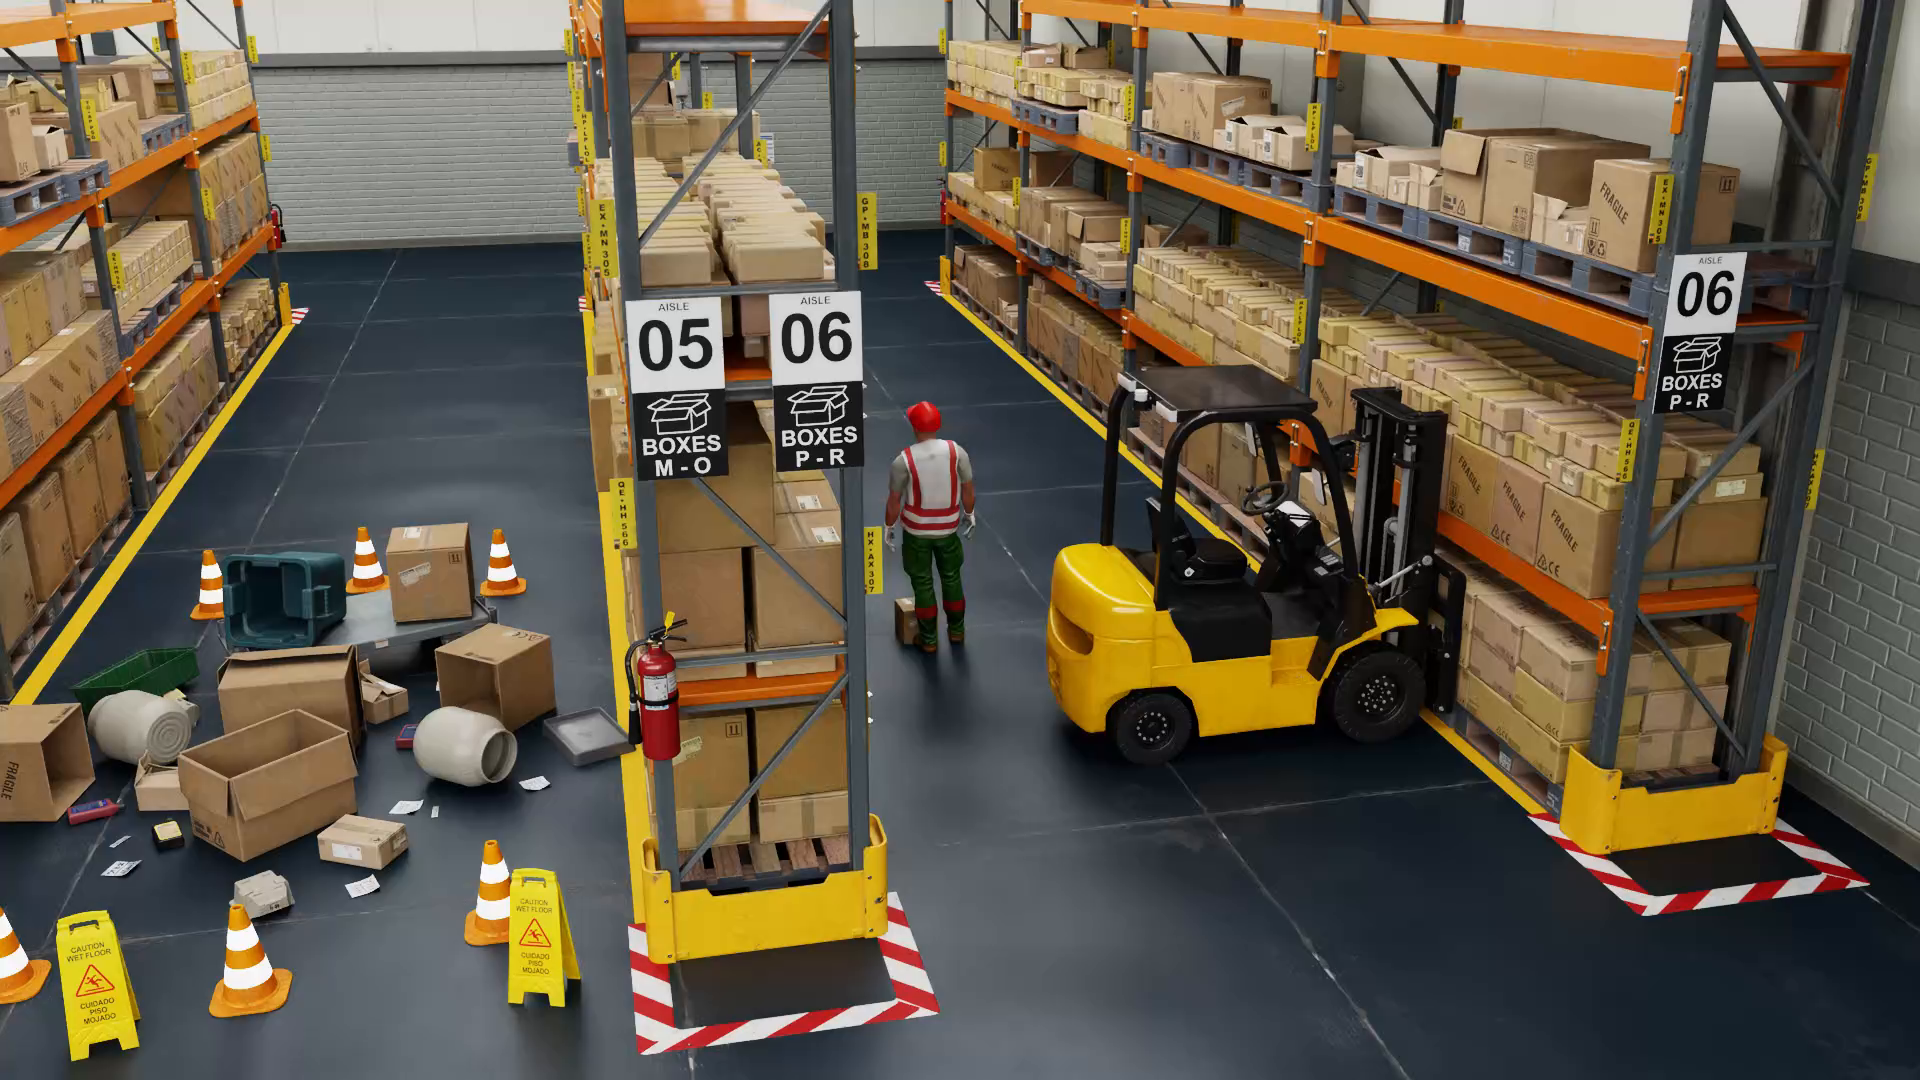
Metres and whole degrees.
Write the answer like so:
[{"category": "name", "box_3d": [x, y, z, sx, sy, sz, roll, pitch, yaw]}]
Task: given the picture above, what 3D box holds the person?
[{"category": "person", "box_3d": [-0.217, -0.111, 11.320, 0.638, 1.787, 0.564, -5, 20, -14]}]
